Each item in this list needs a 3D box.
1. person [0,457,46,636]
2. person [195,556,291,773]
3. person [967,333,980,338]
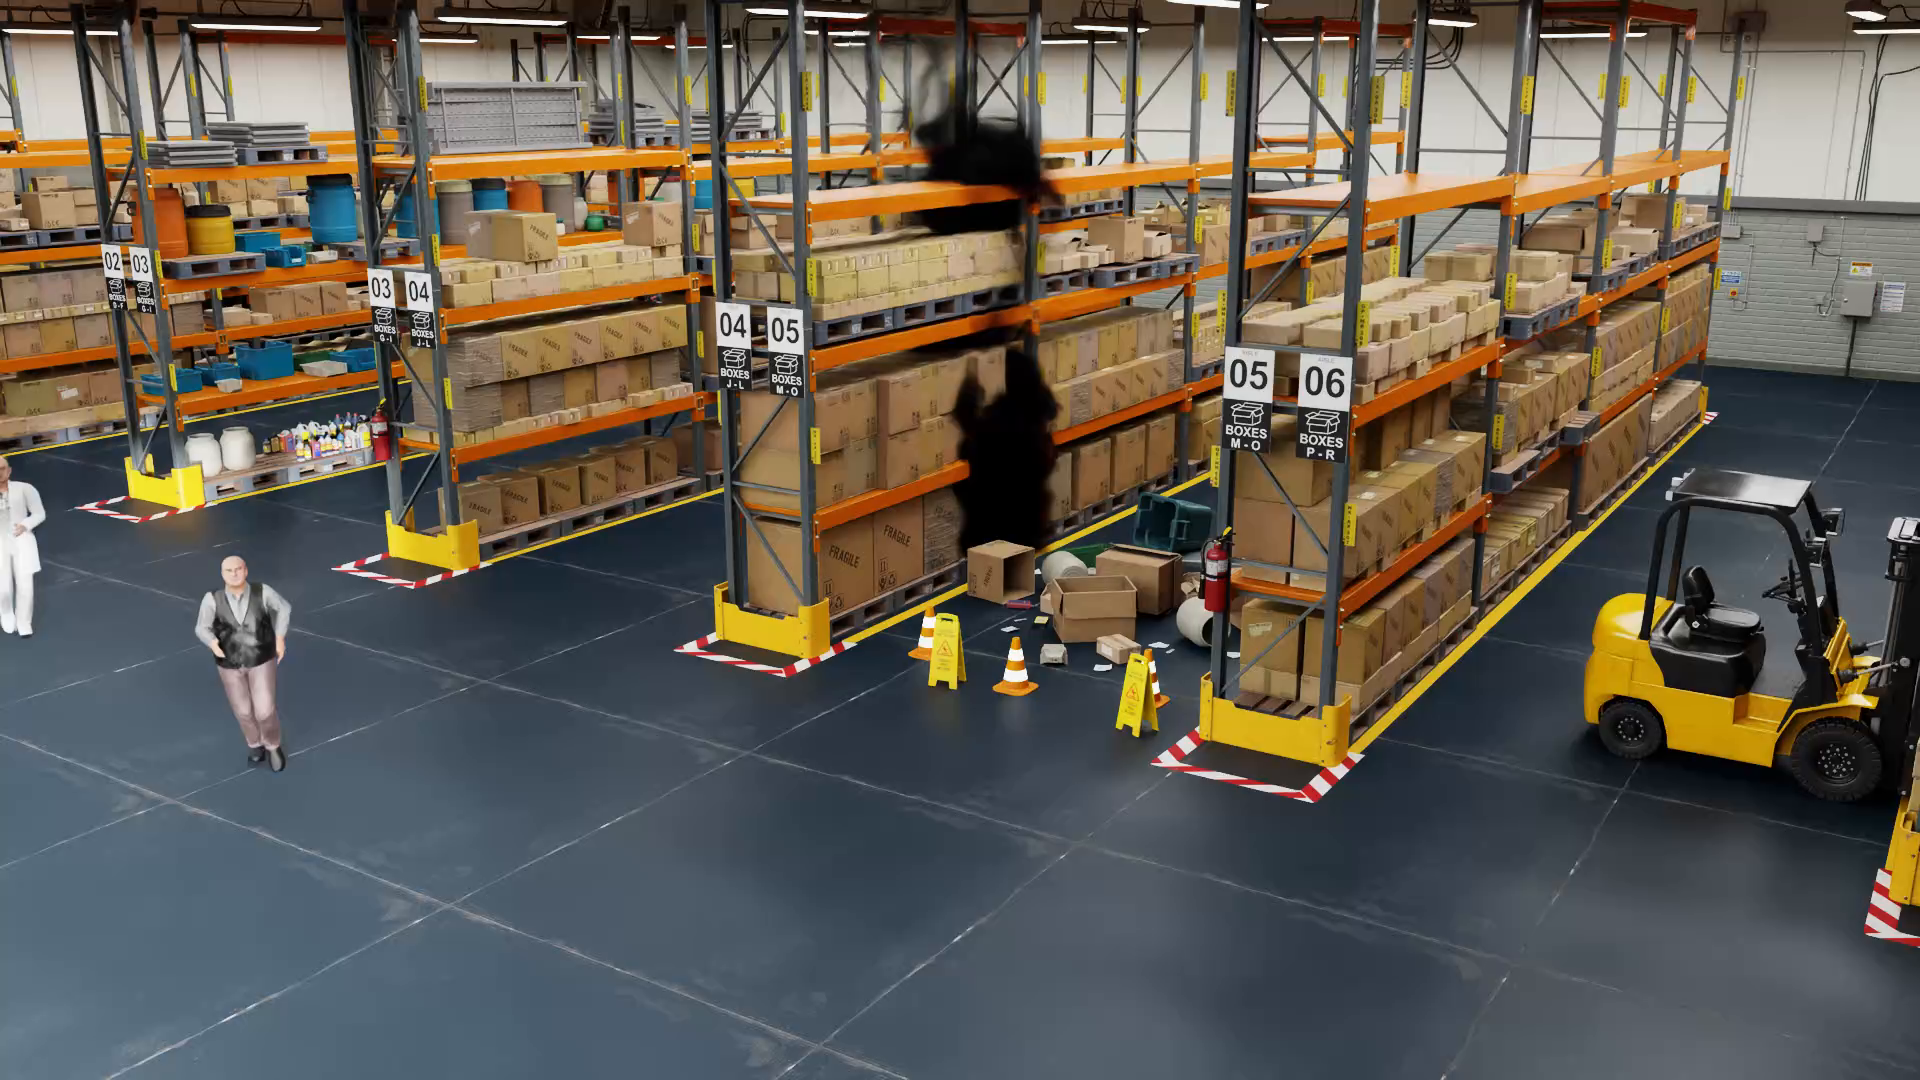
[{"bbox_3d":[-8.937,0.087,15.628,0.692,1.737,0.655,-9,18,-30],"label":"person"},{"bbox_3d":[-5.410,0.963,12.609,0.657,1.734,0.703,-4,16,-15],"label":"person"},{"bbox_3d":[0.227,-1.818,21.438,0.646,1.750,0.711,9,18,29],"label":"person"}]
